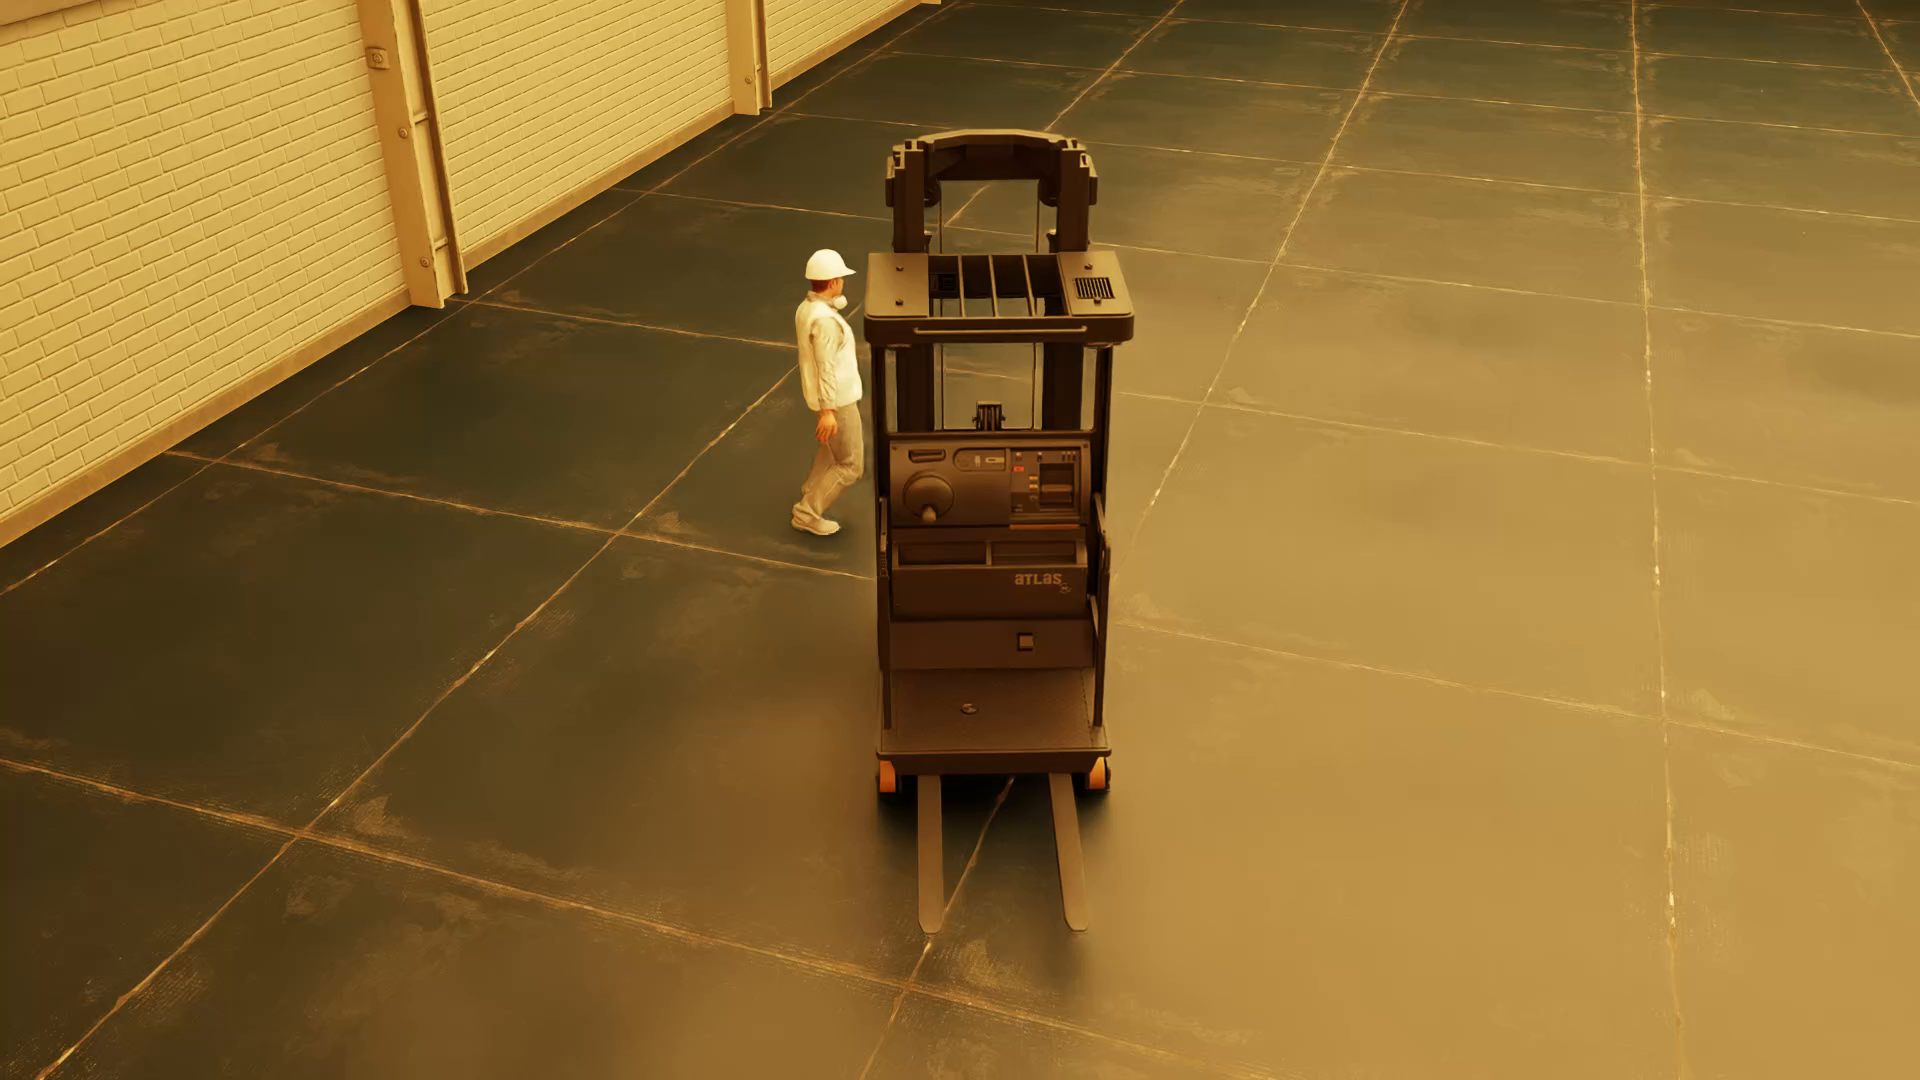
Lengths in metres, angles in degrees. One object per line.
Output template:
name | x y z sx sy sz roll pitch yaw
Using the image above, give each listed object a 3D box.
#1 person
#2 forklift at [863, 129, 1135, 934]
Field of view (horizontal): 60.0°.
person | -0.825 -0.866 9.915 0.486 1.699 0.873 -6 30 -11
forklift | 0.148 -0.221 7.524 1.130 2.935 3.031 -1 30 -1
